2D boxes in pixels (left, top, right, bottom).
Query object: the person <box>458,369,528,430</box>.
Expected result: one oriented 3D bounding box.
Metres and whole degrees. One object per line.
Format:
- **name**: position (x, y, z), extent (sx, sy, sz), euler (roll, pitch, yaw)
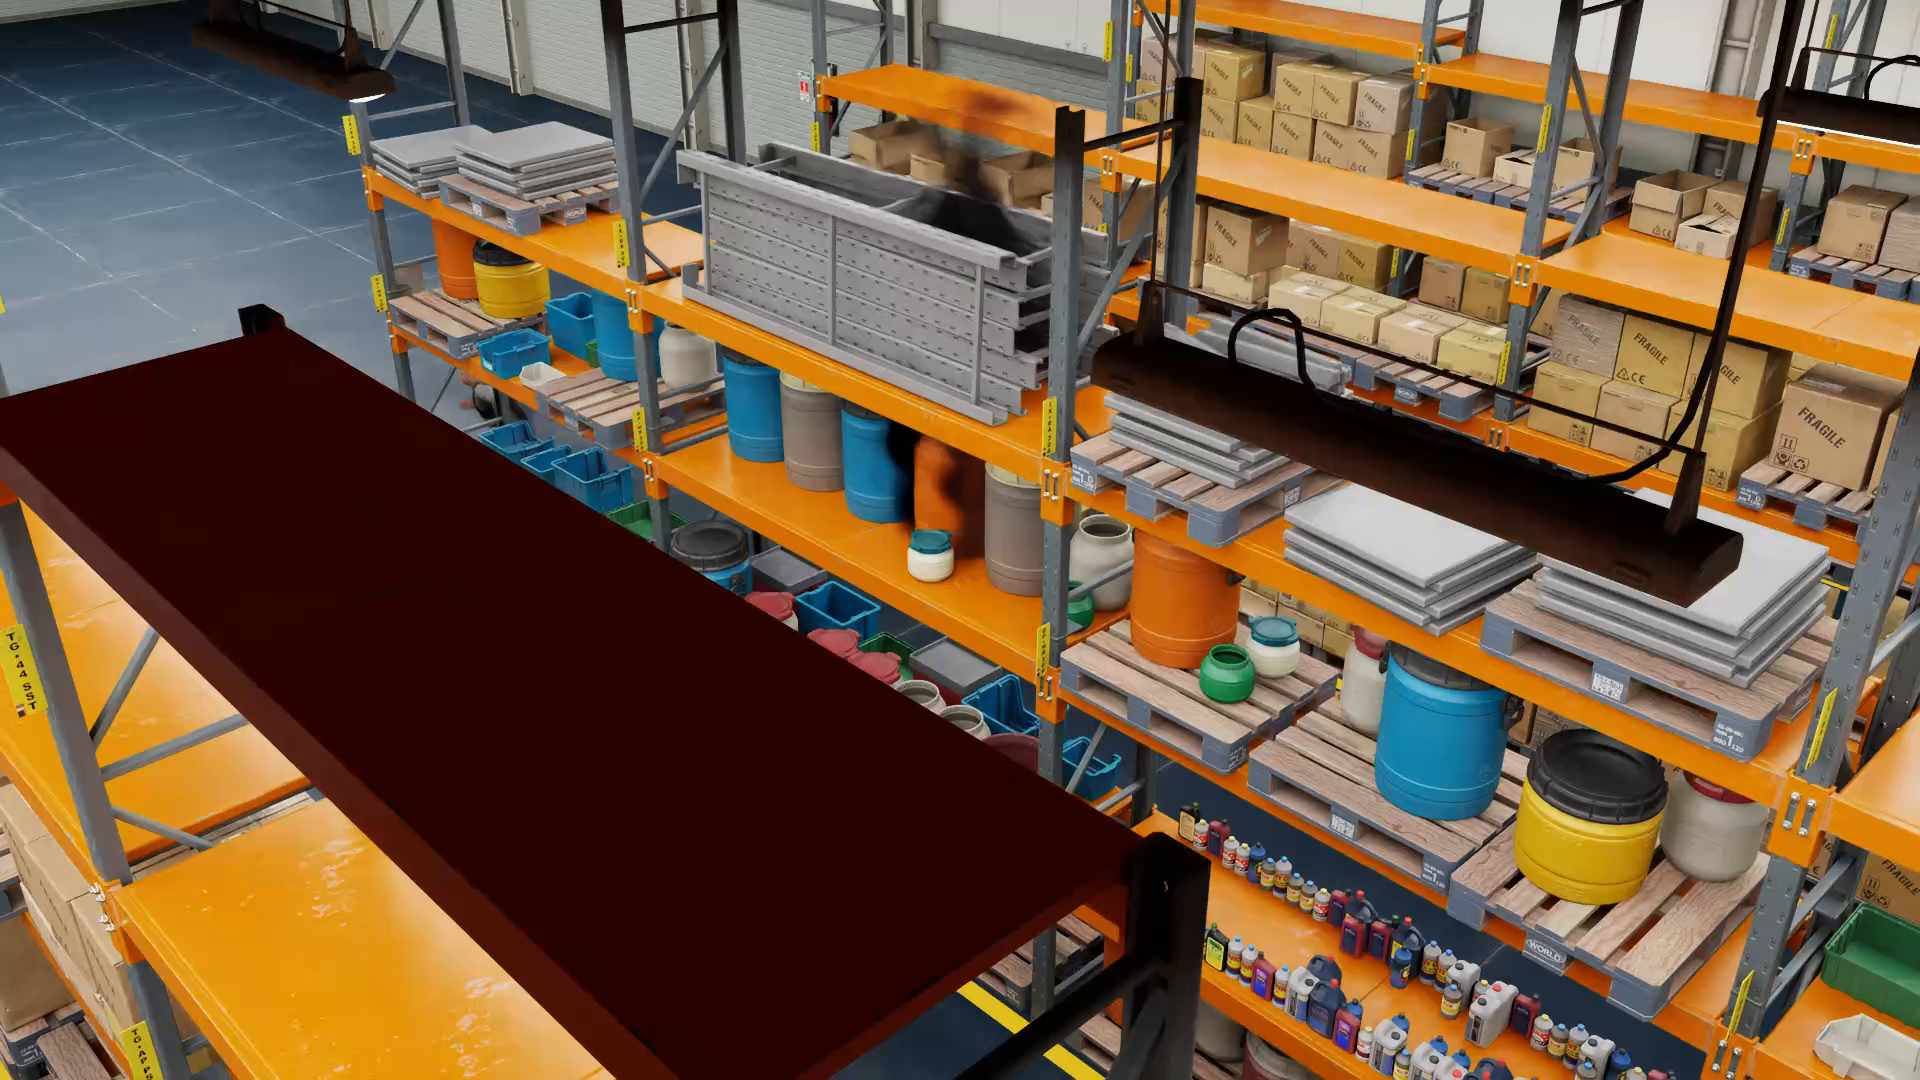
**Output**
- **person**: position (-4.677, -1.072, 17.209), extent (0.978, 1.643, 0.695), euler (0, 28, 0)
